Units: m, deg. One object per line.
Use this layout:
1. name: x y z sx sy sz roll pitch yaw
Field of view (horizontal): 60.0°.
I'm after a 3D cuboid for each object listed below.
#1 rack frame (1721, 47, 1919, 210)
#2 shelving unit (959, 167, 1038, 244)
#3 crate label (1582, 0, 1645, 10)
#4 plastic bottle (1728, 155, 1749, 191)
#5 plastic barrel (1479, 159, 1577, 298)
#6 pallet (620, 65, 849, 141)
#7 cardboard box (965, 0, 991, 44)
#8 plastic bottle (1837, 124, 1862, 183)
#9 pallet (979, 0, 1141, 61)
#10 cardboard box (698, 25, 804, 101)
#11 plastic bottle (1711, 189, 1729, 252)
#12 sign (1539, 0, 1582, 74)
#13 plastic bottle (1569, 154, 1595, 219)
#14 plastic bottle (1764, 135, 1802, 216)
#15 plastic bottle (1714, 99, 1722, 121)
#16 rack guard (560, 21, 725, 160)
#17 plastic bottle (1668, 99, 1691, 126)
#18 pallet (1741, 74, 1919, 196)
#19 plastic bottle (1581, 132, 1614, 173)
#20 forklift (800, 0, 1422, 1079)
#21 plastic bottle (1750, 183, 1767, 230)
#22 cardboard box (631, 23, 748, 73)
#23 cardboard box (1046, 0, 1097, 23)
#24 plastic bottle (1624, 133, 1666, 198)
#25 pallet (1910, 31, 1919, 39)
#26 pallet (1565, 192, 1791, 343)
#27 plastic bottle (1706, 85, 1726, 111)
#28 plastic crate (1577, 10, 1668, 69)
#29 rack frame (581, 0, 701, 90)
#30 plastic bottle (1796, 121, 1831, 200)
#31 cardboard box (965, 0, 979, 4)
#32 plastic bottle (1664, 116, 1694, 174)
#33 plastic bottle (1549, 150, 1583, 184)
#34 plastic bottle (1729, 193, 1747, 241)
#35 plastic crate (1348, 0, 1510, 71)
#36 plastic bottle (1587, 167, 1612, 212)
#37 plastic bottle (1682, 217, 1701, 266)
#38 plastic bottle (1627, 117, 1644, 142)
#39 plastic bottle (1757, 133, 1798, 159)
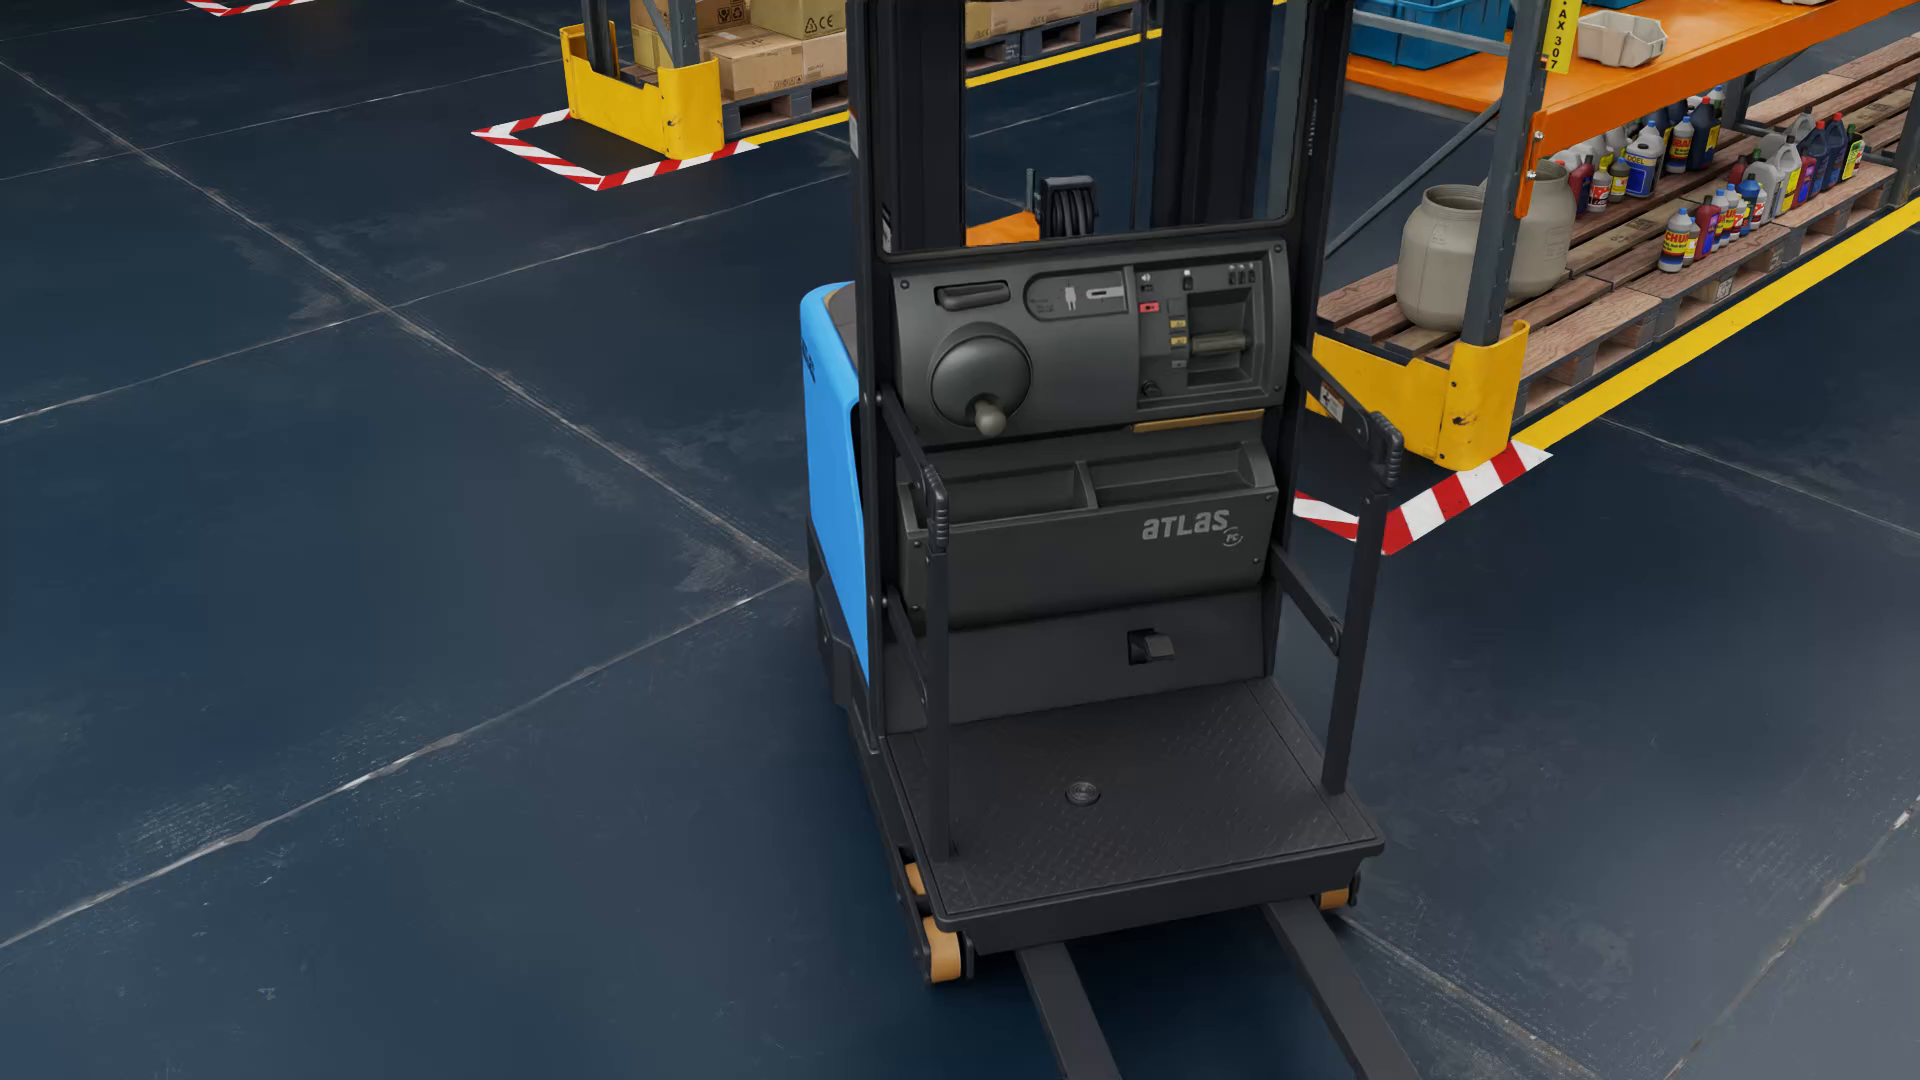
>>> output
1. rack frame: 4.496 -3.178 8.072 0.127 3.000 1.000 -26 40 -35
2. shelving unit: 0.117 -0.580 5.549 0.503 1.200 0.258 -23 38 -33
3. crate label: 2.728 -2.531 6.980 0.616 0.435 0.502 -26 40 -35
4. plastic bottle: 3.647 -1.670 7.788 0.133 0.283 0.061 -26 40 -35
5. plastic barrel: 2.361 -1.318 7.012 0.421 0.512 0.421 0 31 0
6. pallet: -1.270 -2.753 10.050 1.213 0.211 1.003 -26 40 -35
7. cardboard box: -0.157 -3.298 10.502 0.500 0.250 0.500 -26 40 -35
8. plastic bottle: 4.367 -1.910 8.181 0.133 0.283 0.061 -24 39 -33
9. pallet: 0.519 -3.619 11.466 1.213 0.211 1.003 -26 40 -35
10. cardboard box: -1.258 -2.767 9.633 0.500 0.250 0.500 -26 40 -35
11. plastic bottle: 3.355 -1.429 7.405 0.097 0.271 0.097 0 31 0
12. sign: 1.934 -1.666 5.333 0.005 0.325 0.100 -26 40 -35
13. plastic bottle: 2.888 -1.646 7.748 0.133 0.283 0.061 -26 40 -35
14. plastic bottle: 3.842 -1.715 7.796 0.185 0.351 0.144 -26 40 -36
15. plastic bottle: 3.818 -2.096 8.485 0.133 0.283 0.061 -26 40 -35
16. rack guard: -1.820 -2.581 9.491 0.348 0.500 1.175 -26 40 -35
17. plastic bottle: 3.622 -2.108 8.440 0.185 0.351 0.144 -25 39 -34
18. pallet: 5.045 -2.282 9.280 1.213 0.211 1.003 -26 40 -35
19. plastic bottle: 3.035 -1.825 7.976 0.185 0.351 0.144 -24 39 -34
20. forklift: 0.366 -0.408 3.608 1.130 2.935 3.031 -7 32 -12
21. plastic bottle: 3.652 -1.542 7.658 0.097 0.201 0.097 0 31 0
22. cardboard box: -1.610 -2.965 9.957 0.500 0.250 0.500 -26 40 -35
23. cardboard box: 0.566 -3.659 11.091 0.500 0.250 0.500 -26 40 -35
24. plastic bottle: 3.291 -1.811 8.025 0.135 0.276 0.152 -26 40 -35
25. pallet: 6.835 -3.148 10.695 1.213 0.211 1.003 -26 40 -35
26. pallet: 3.080 -1.331 7.725 1.213 0.211 1.003 -26 40 -35
27. plastic bottle: 3.964 -2.257 8.759 0.097 0.271 0.097 0 31 0
28. plastic crate: 2.438 -1.841 6.139 0.250 0.136 0.298 -26 40 -35
29. rack frame: -1.802 -3.656 8.853 0.127 3.000 1.000 -26 40 -35
30. plastic bottle: 4.079 -1.829 7.983 0.144 0.351 0.185 27 40 37
31. cardboard box: -0.156 -3.618 10.305 0.500 0.500 0.500 -26 40 -35
32. plastic bottle: 3.598 -1.977 8.301 0.097 0.271 0.097 0 31 0
33. plastic bottle: 2.815 -1.683 7.816 0.135 0.276 0.152 -25 40 -35
34. plastic bottle: 3.501 -1.469 7.538 0.097 0.201 0.097 0 31 0
35. plastic crate: 1.726 -1.988 6.268 0.616 0.251 0.499 -26 40 -35
36. plastic bottle: 3.015 -1.659 7.849 0.097 0.201 0.097 0 31 0
37. plastic bottle: 3.180 -1.314 7.284 0.097 0.201 0.097 0 31 0
38. plastic bottle: 3.334 -1.970 8.278 0.133 0.283 0.061 -24 39 -33
39. plastic bottle: 3.960 -1.845 8.081 0.135 0.276 0.152 -26 40 -35
